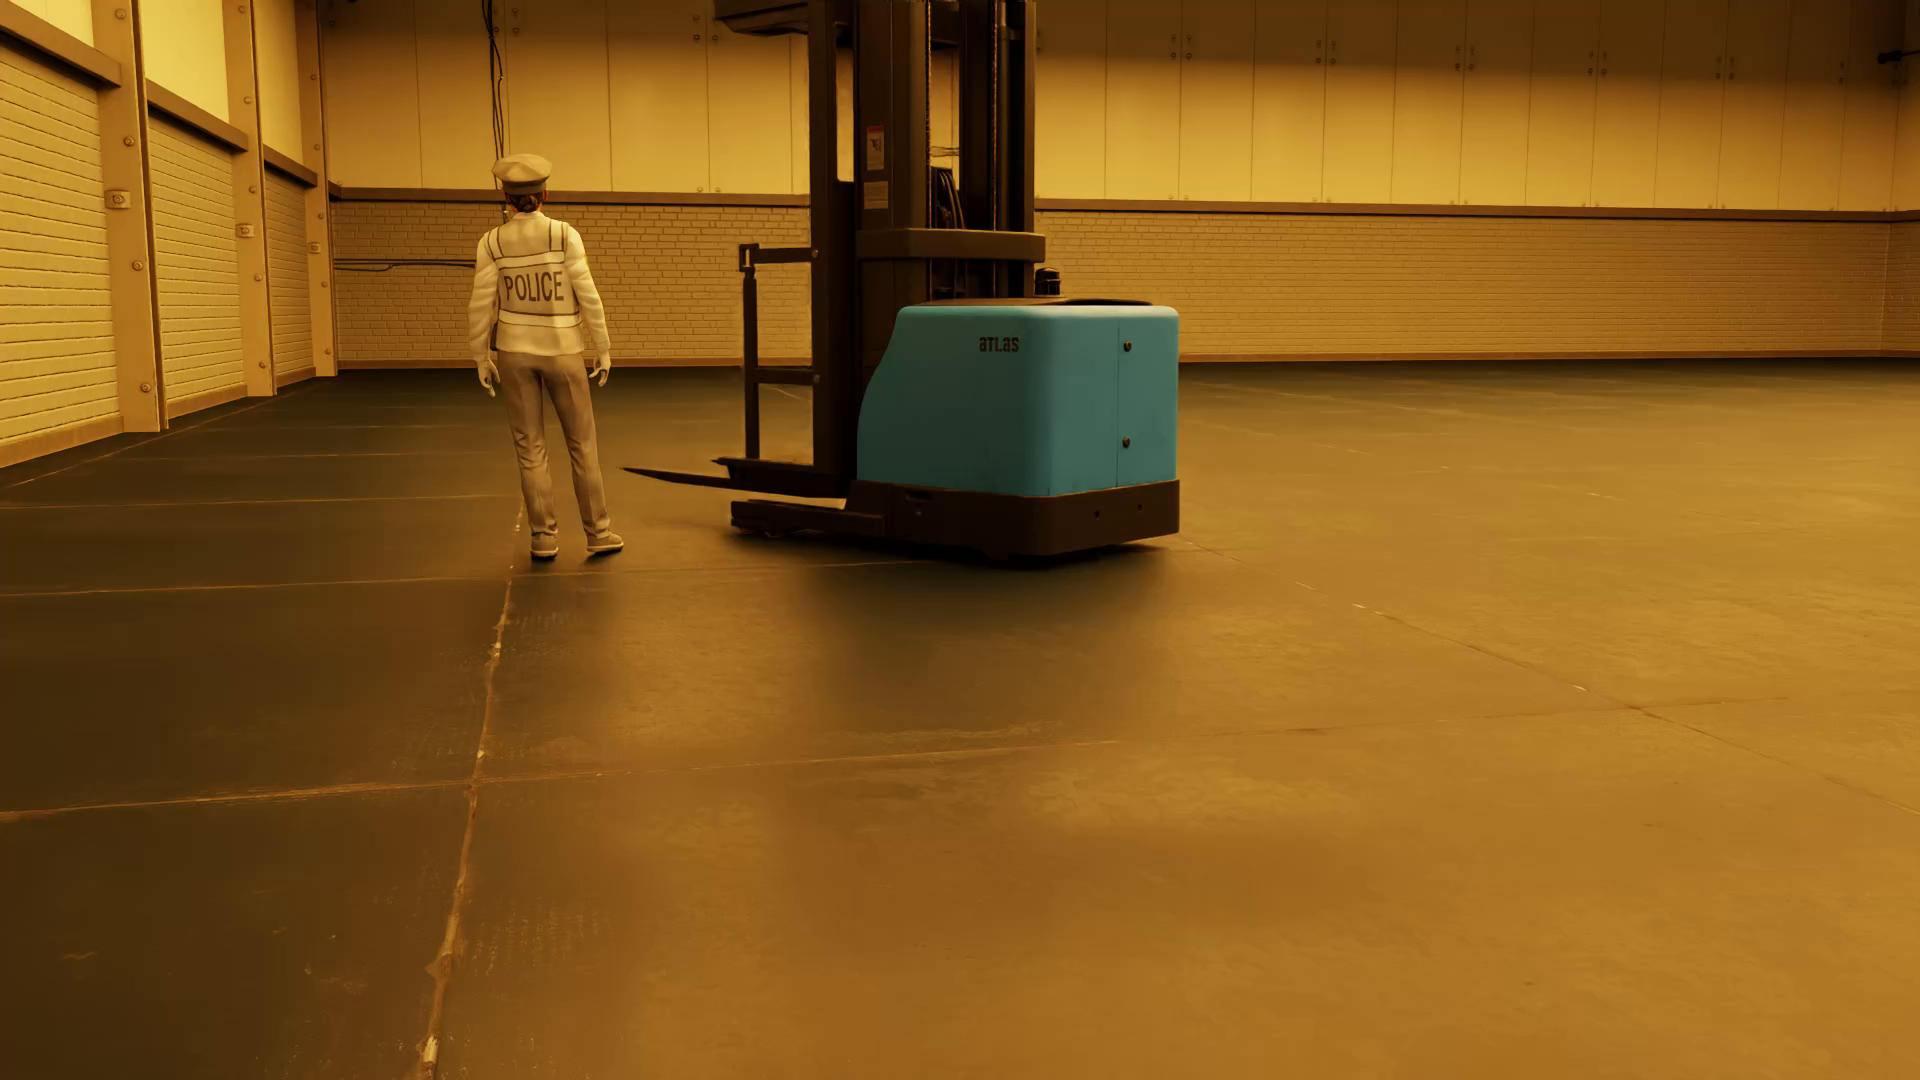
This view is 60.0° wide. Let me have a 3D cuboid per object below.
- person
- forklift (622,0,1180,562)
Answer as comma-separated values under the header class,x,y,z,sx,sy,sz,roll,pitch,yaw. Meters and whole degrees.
class,x,y,z,sx,sy,sz,roll,pitch,yaw
person,-1.769,-0.773,7.066,0.586,1.694,0.531,-1,8,-6
forklift,-0.451,-1.506,7.892,3.031,2.935,1.130,7,11,42
